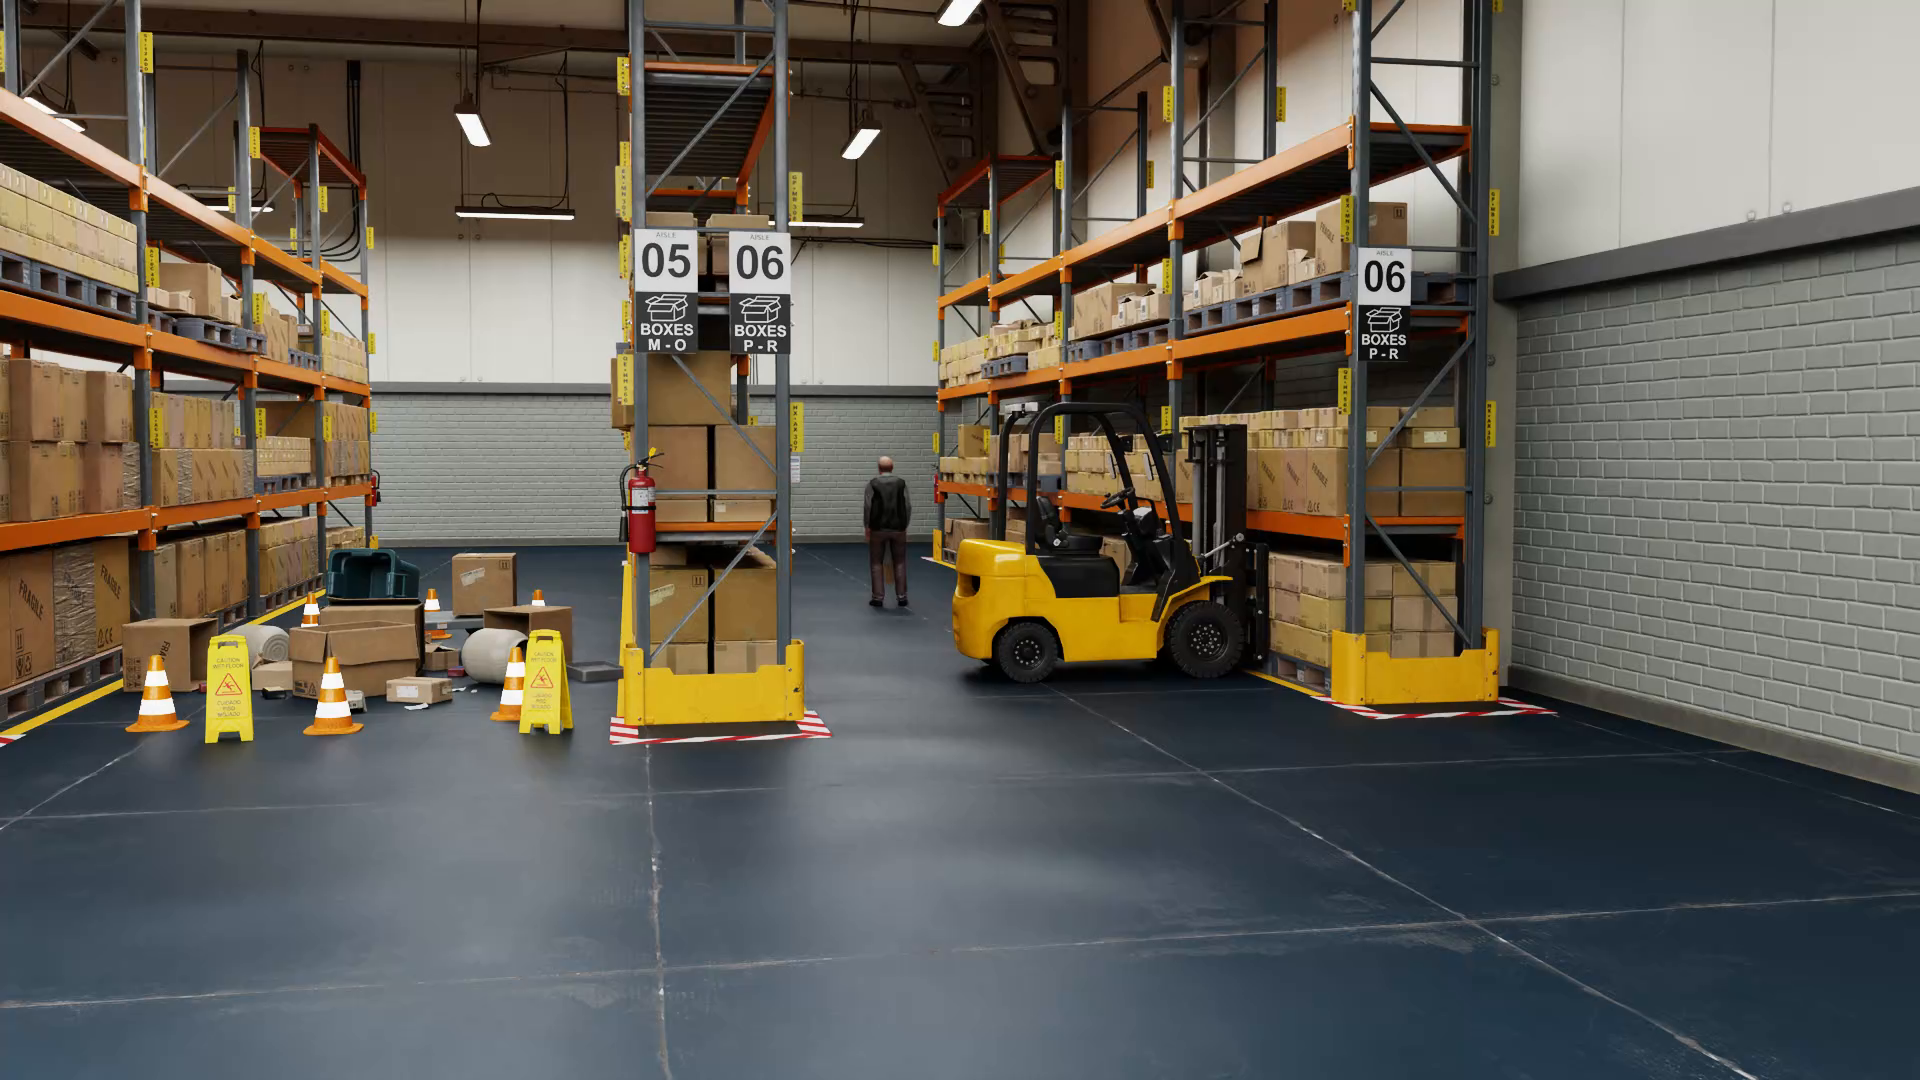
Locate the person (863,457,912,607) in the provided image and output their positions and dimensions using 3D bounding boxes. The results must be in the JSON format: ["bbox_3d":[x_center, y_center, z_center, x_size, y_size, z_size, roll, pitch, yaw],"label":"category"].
[{"bbox_3d":[-0.839,-0.099,19.211,0.565,1.723,0.423,-1,3,-13],"label":"person"}]
